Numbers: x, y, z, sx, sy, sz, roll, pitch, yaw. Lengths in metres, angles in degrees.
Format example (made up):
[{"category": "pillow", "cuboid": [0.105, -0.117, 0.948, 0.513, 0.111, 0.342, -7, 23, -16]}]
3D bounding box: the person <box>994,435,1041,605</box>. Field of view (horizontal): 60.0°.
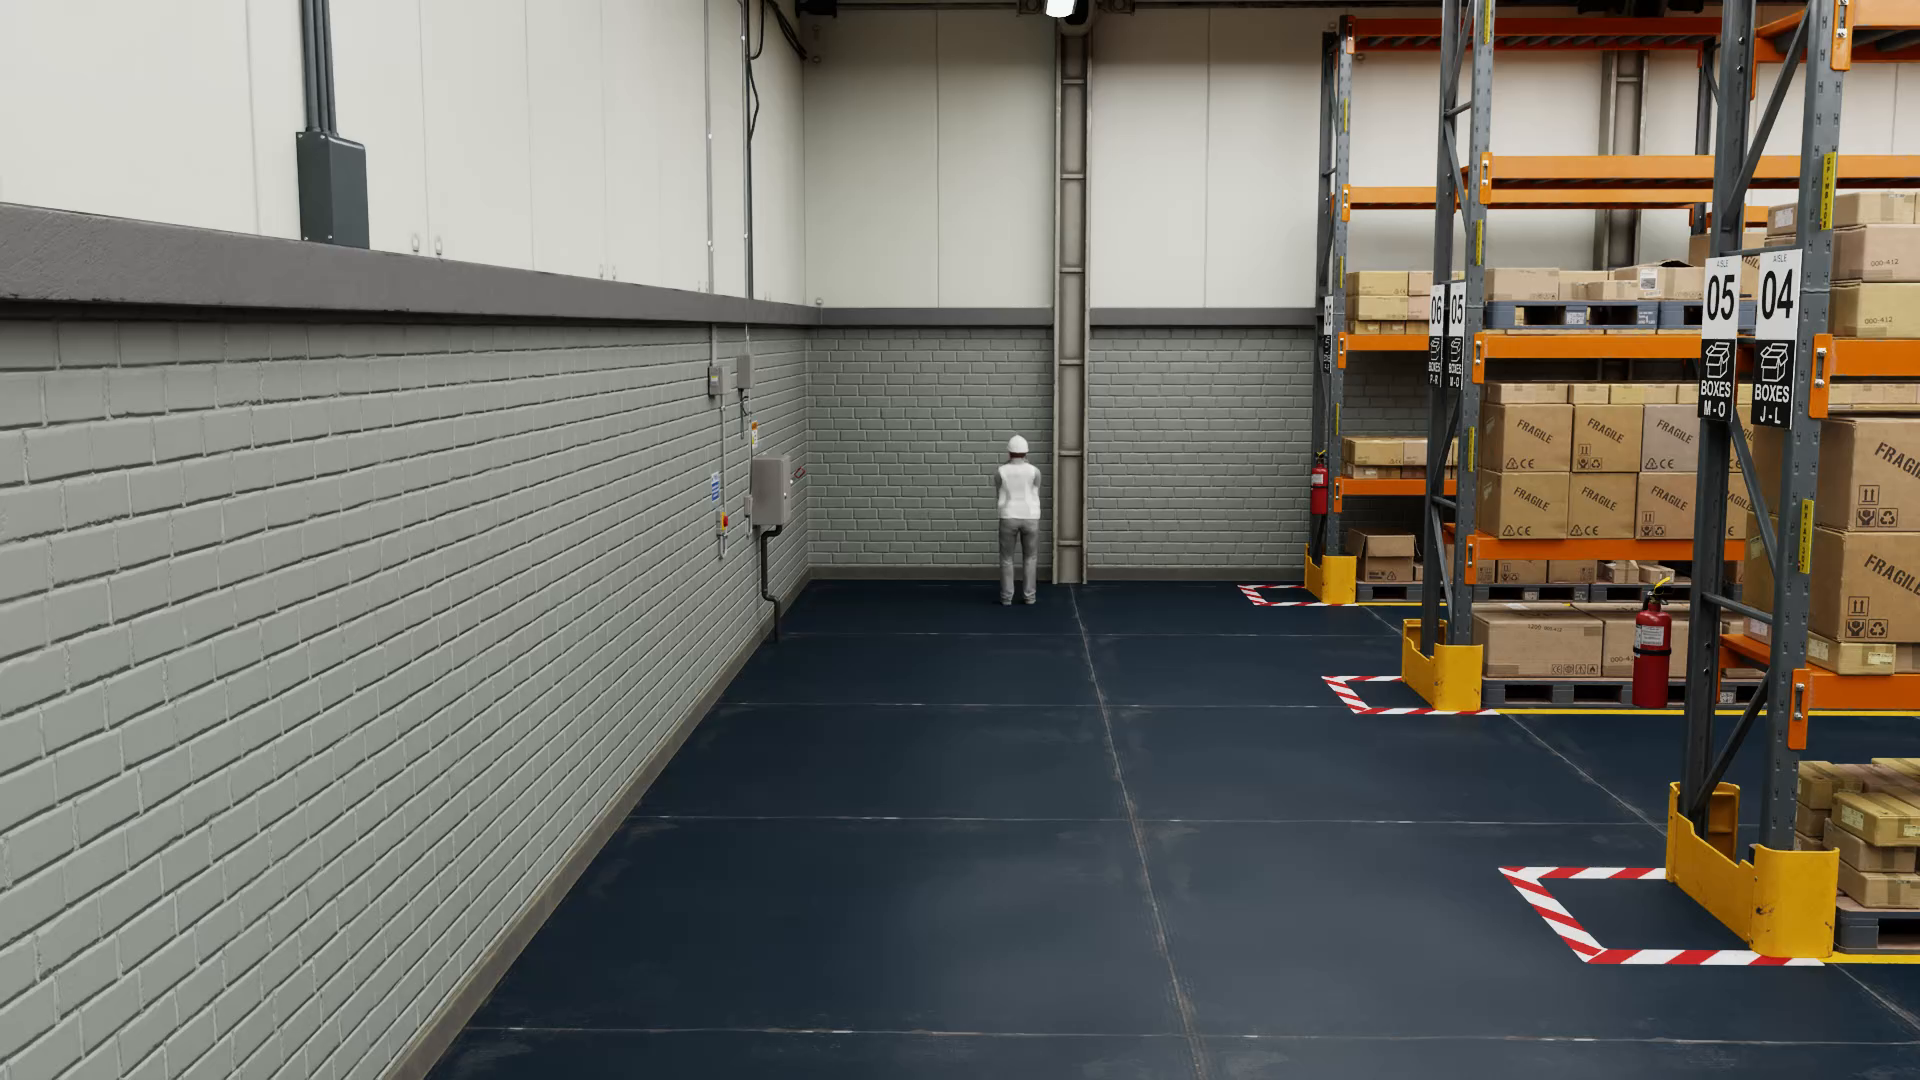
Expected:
[{"category": "person", "cuboid": [0.599, -0.217, 17.410, 0.495, 1.772, 0.551, 0, 7, 1]}]
